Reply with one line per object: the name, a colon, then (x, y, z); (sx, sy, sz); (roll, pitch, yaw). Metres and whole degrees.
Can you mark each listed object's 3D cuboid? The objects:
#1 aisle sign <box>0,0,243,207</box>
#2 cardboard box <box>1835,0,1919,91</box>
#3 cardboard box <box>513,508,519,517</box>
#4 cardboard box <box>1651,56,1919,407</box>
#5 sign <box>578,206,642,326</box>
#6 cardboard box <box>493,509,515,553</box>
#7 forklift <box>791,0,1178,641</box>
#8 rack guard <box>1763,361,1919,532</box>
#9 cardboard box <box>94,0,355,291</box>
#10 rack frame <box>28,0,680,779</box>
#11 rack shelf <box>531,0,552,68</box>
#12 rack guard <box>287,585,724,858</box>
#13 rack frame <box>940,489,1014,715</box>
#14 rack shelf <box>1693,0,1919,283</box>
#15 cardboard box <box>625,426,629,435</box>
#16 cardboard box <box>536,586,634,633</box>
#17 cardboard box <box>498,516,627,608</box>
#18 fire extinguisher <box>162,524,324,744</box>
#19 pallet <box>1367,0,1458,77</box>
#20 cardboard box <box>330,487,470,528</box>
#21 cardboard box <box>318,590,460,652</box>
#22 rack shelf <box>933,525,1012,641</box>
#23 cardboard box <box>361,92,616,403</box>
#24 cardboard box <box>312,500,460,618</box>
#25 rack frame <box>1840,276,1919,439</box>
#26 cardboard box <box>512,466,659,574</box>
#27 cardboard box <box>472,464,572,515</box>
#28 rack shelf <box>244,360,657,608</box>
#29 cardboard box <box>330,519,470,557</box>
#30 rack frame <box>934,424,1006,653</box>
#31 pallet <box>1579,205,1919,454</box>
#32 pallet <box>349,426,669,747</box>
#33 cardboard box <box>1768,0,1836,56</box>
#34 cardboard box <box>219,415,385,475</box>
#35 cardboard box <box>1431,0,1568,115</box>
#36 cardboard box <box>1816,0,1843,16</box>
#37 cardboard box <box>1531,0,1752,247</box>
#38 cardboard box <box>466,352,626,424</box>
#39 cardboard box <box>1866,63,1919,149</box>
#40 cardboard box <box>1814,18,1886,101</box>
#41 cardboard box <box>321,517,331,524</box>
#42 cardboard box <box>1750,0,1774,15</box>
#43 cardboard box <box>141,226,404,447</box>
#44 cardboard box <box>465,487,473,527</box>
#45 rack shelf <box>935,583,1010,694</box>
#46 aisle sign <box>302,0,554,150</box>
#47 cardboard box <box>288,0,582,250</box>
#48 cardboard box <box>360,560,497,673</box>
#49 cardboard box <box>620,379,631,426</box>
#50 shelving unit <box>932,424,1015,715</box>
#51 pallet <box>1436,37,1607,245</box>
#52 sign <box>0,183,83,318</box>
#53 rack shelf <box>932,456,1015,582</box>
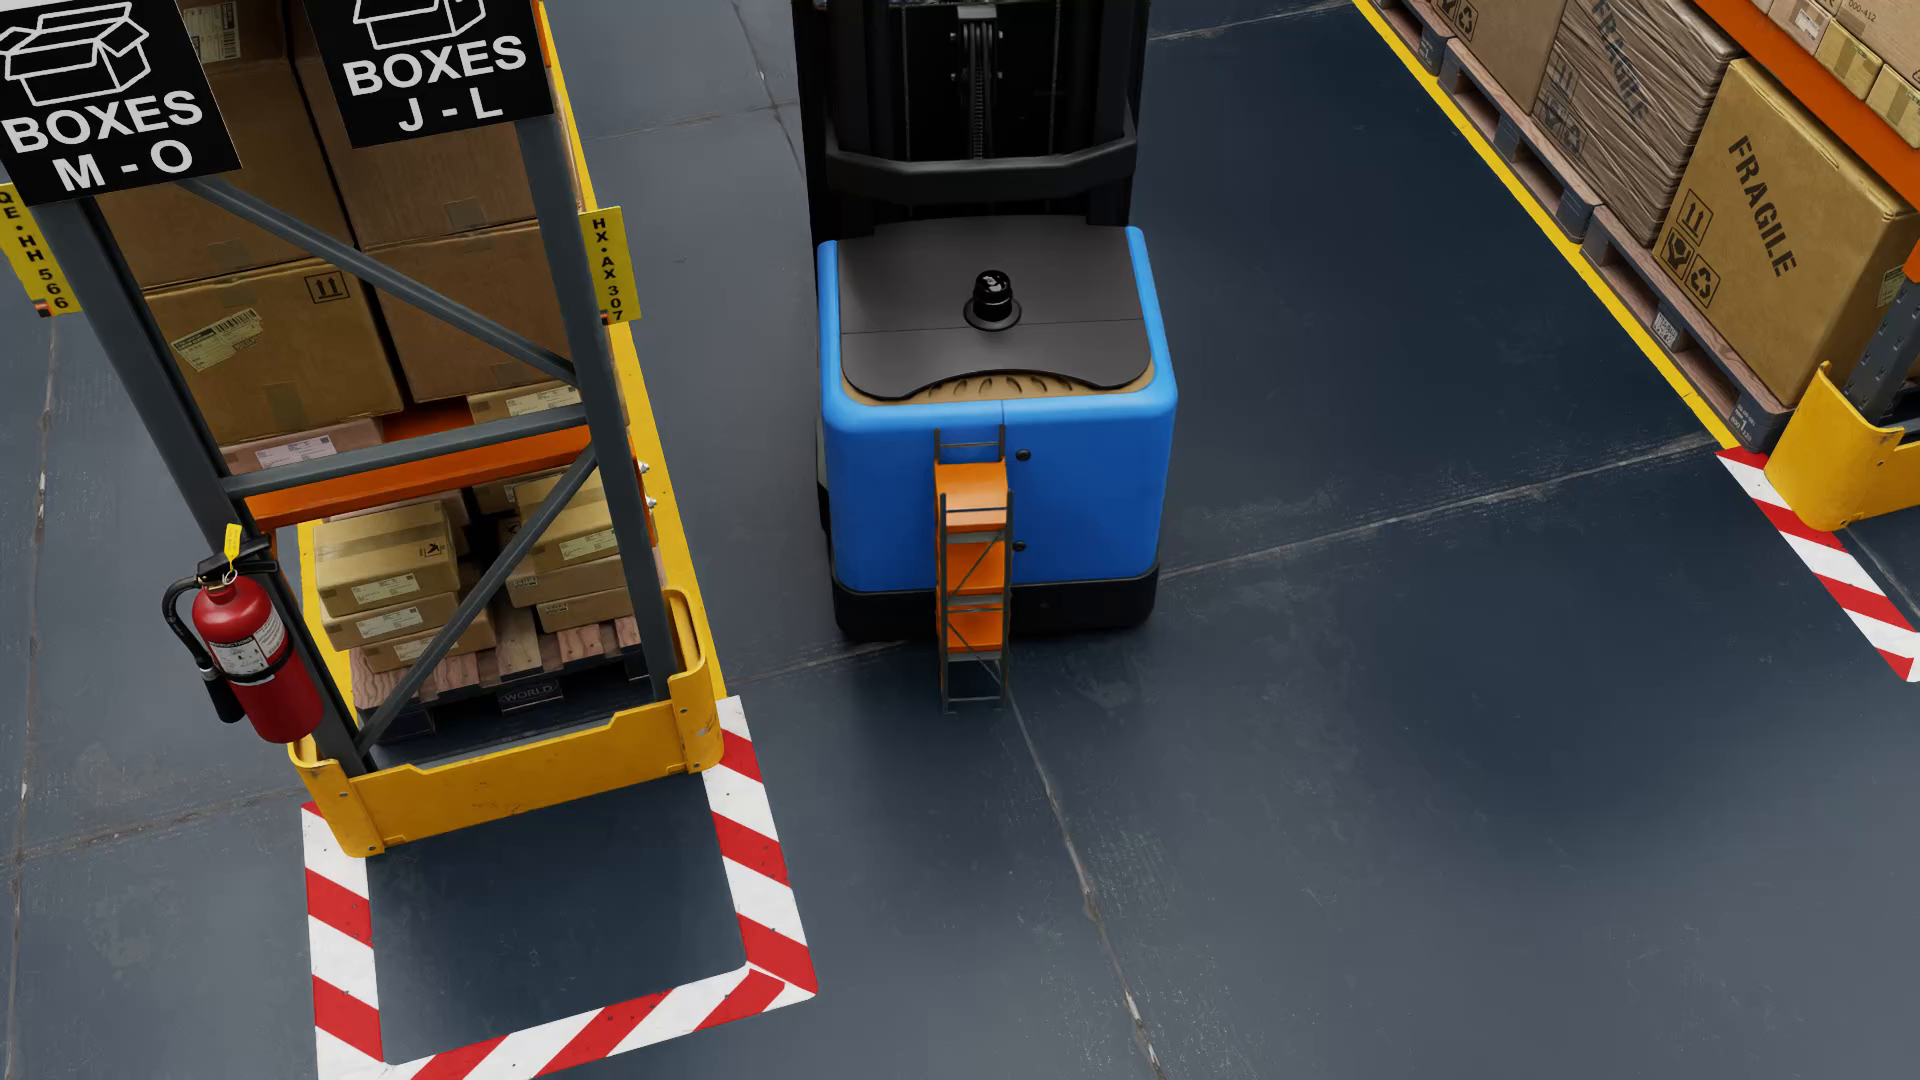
aisle sign: (-1.571, -0.926, 2.868); (0.394, 0.787, 0.004); (-13, 51, -11)
cardboard box: (3.065, -1.598, 5.039); (0.500, 0.250, 0.500); (-14, 51, -12)
cardboard box: (-1.243, -0.175, 5.331); (0.380, 0.149, 0.250); (-14, 51, -11)
cardboard box: (3.196, -1.157, 5.878); (0.875, 0.875, 0.875); (-13, 51, -11)
sign: (-0.788, -0.611, 3.737); (0.100, 0.325, 0.005); (-13, 51, -11)
cardboard box: (-1.311, -0.053, 5.423); (0.380, 0.149, 0.250); (-13, 51, -11)
forklift: (0.014, -1.750, 5.308); (1.130, 2.935, 3.031); (-3, 50, -3)
rack guard: (3.469, -0.434, 5.789); (1.175, 0.500, 0.348); (-13, 51, -11)
cardboard box: (-1.679, -0.938, 3.665); (0.500, 0.500, 0.500); (-14, 51, -12)
rack frame: (-1.306, -0.209, 3.964); (1.000, 3.000, 0.127); (-13, 51, -11)
rack shelf: (-1.898, -2.405, 4.324); (1.077, 0.370, 4.000); (-13, 51, -11)
rack guard: (-1.329, 0.541, 4.967); (1.175, 0.500, 0.348); (-13, 51, -11)
rack frame: (0.045, 0.209, 4.887); (0.200, 1.050, 0.008); (-3, 50, -3)
rack shelf: (2.870, -2.486, 6.354); (1.077, 0.370, 4.000); (-13, 51, -11)
cardboard box: (-1.362, -0.445, 5.753); (0.380, 0.149, 0.250); (-13, 51, -11)
cardboard box: (-1.155, 0.119, 5.278); (0.380, 0.149, 0.250); (-12, 51, -10)
cardboard box: (-1.216, 0.038, 5.152); (0.380, 0.149, 0.250); (-11, 51, -9)
fire extinguisher: (-1.673, 0.224, 3.894); (0.296, 0.674, 0.183); (-13, 51, -11)
pallet: (2.429, -2.706, 7.894); (1.003, 0.211, 1.213); (-13, 51, -11)
cardboard box: (-1.724, -0.143, 5.110); (0.380, 0.149, 0.250); (-12, 51, -10)
cardboard box: (-1.735, 0.157, 5.051); (0.380, 0.149, 0.250); (-15, 51, -12)
rack shelf: (0.036, 0.123, 4.973); (0.215, 0.259, 0.240); (-3, 50, -3)
cardboard box: (-1.175, -0.728, 4.142); (0.500, 0.500, 0.500); (-11, 51, -9)
cardboard box: (-1.705, 0.053, 4.944); (0.380, 0.149, 0.250); (-13, 51, -11)
rack frame: (3.462, -1.257, 4.848); (1.000, 3.000, 0.127); (-13, 51, -11)
cardboard box: (-1.137, -0.077, 5.054); (0.380, 0.149, 0.250); (-15, 52, -13)
cardboard box: (-1.333, -0.251, 5.201); (0.380, 0.149, 0.250); (-12, 51, -10)
rack shelf: (-1.898, -1.438, 5.471); (1.077, 0.370, 4.000); (-13, 51, -11)
cardboard box: (-1.761, -0.046, 5.222); (0.380, 0.149, 0.250); (-14, 51, -12)
rack frame: (0.028, 0.023, 5.044); (0.200, 1.050, 0.008); (-3, 50, -3)
pallet: (3.150, -0.924, 6.391); (1.003, 0.211, 1.213); (-13, 51, -11)
pallet: (-1.535, 0.033, 5.584); (1.003, 0.211, 1.213); (-13, 51, -11)
cardboard box: (2.890, -1.736, 5.415); (0.380, 0.149, 0.250); (-13, 51, -11)
cardboard box: (-1.673, -0.302, 4.207); (0.380, 0.149, 0.250); (-13, 51, -11)
cardboard box: (2.664, -2.471, 6.987); (0.875, 0.875, 0.875); (-13, 51, -11)
cardboard box: (2.915, -1.969, 5.352); (0.500, 0.250, 0.500); (-14, 51, -12)
cardboard box: (2.927, -1.821, 6.439); (0.875, 0.875, 0.875); (-13, 51, -11)
cardboard box: (-1.089, -0.439, 4.322); (0.380, 0.149, 0.250); (-14, 51, -11)
cardboard box: (3.042, -1.362, 5.100); (0.380, 0.149, 0.250); (-12, 51, -10)
cardboard box: (2.963, -1.551, 5.260); (0.380, 0.149, 0.250); (-13, 51, -11)
cardboard box: (-1.890, -0.222, 5.370); (0.380, 0.149, 0.250); (-15, 52, -12)
cardboard box: (2.817, -1.918, 5.569); (0.380, 0.149, 0.250); (-13, 51, -10)
cardboard box: (-1.685, -0.607, 4.040); (0.500, 0.500, 0.500); (-12, 51, -10)
cardboard box: (-1.830, -0.140, 5.496); (0.380, 0.149, 0.250); (-14, 51, -11)
rack shelf: (0.036, 0.302, 5.186); (0.215, 0.259, 0.240); (-3, 50, -3)
aisle sign: (-0.998, -1.062, 2.983); (0.394, 0.787, 0.004); (-13, 51, -11)
cardboard box: (-1.185, -1.048, 3.757); (0.500, 0.500, 0.500); (-14, 51, -11)
cardboard box: (-1.661, 0.237, 5.178); (0.380, 0.149, 0.250); (-13, 51, -10)
cardboard box: (-1.285, -0.464, 5.380); (0.380, 0.149, 0.250); (-13, 51, -11)
shelving unit: (0.036, 0.116, 4.965); (0.215, 1.050, 0.252); (-3, 50, -3)
pallet: (2.793, -1.814, 7.141); (1.003, 0.211, 1.213); (-13, 51, -11)
sign: (-1.842, -0.573, 3.307); (0.100, 0.325, 0.005); (-13, 51, -11)
rack shelf: (0.036, -0.060, 4.756); (0.215, 0.259, 0.240); (-3, 50, -3)
